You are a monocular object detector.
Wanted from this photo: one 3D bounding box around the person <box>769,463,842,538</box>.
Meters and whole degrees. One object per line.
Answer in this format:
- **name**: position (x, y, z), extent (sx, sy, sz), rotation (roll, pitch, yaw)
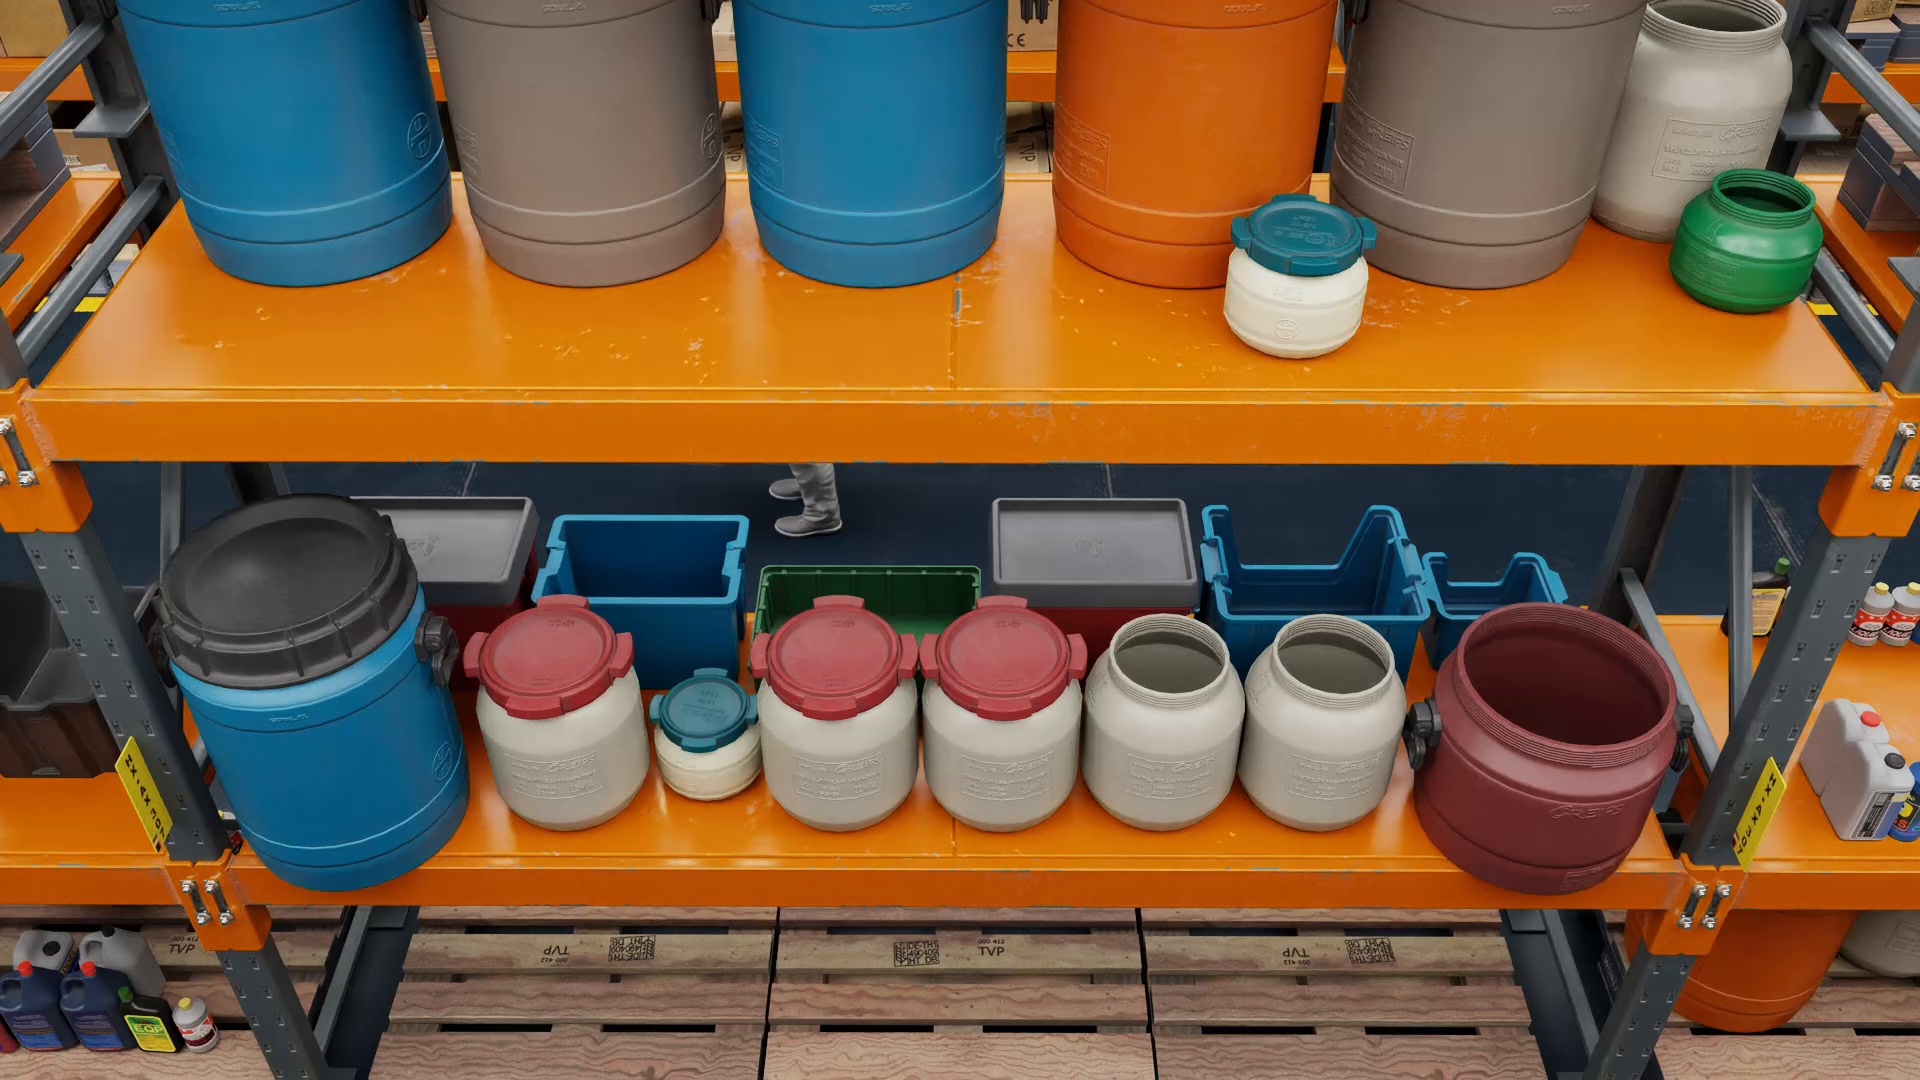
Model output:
- **person**: position (-0.714, -0.764, 7.077), extent (0.541, 1.653, 0.453), rotation (0, 40, 0)
